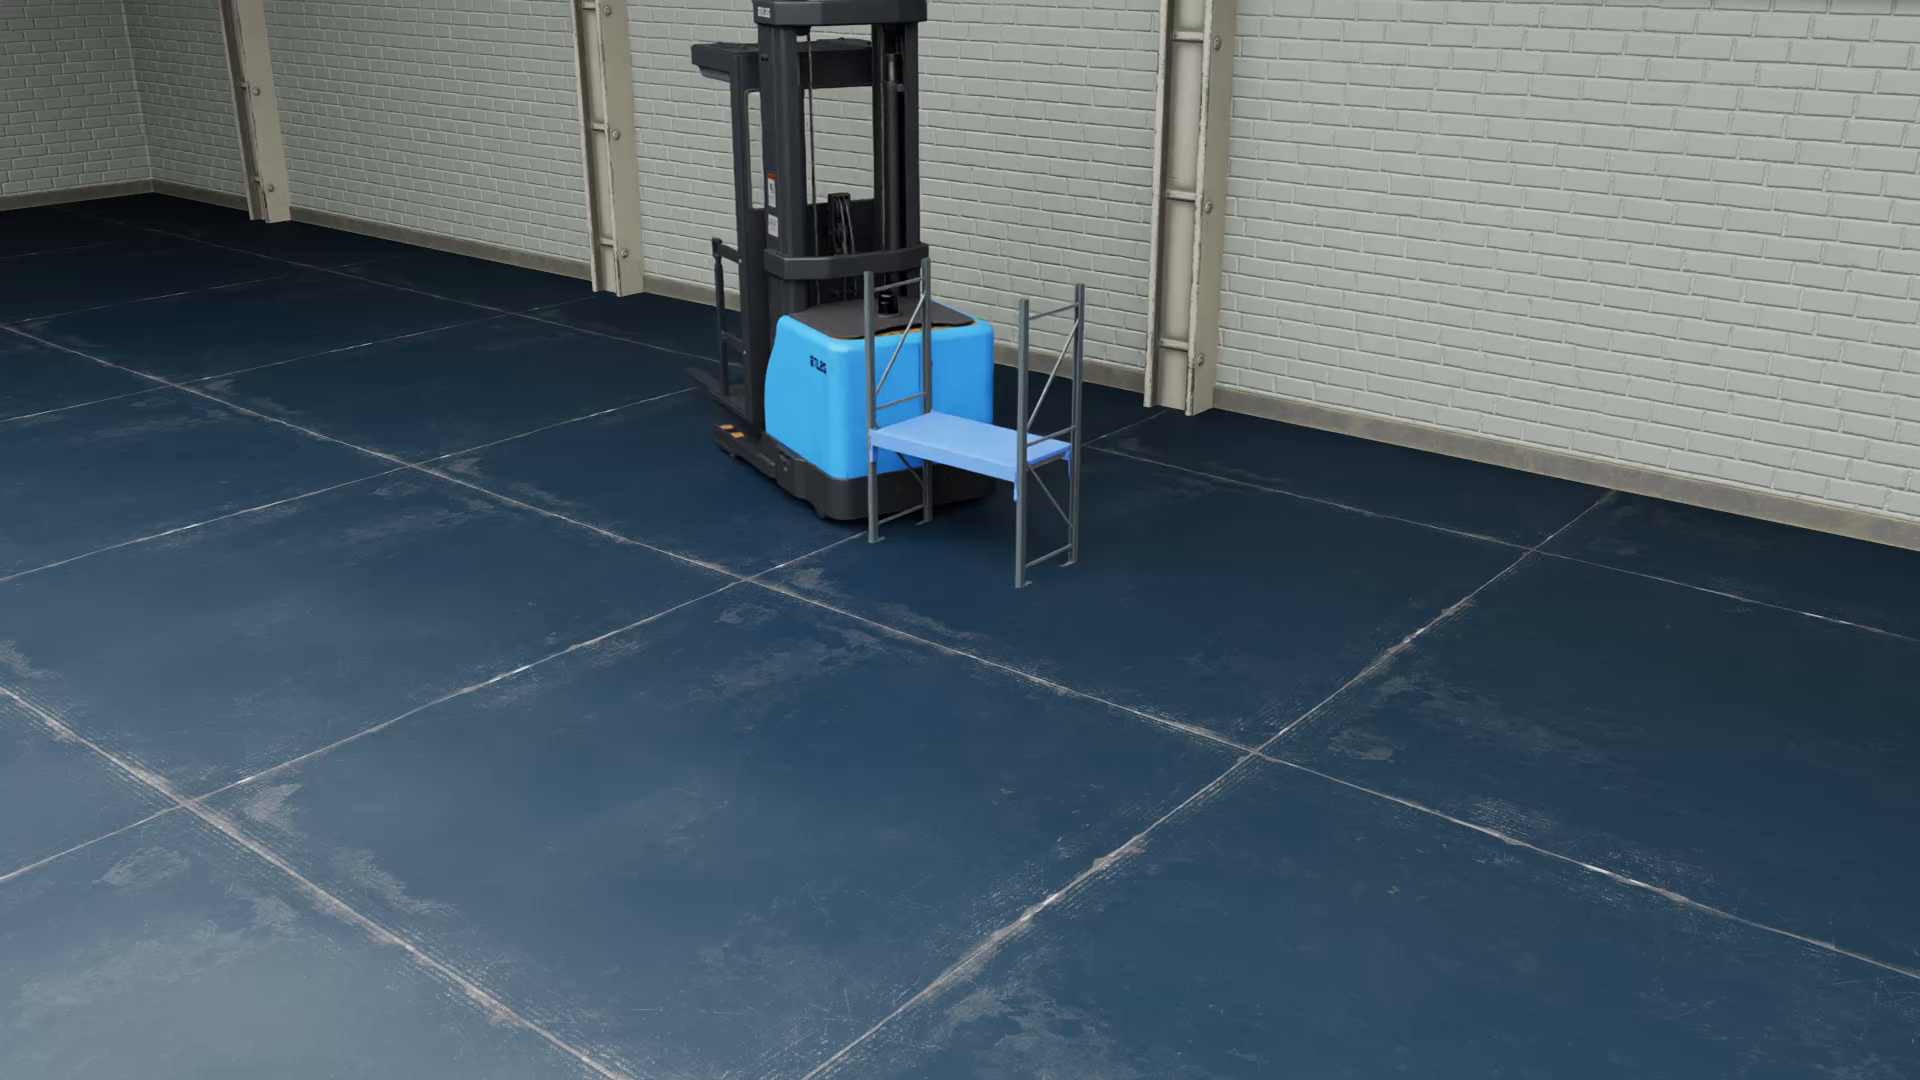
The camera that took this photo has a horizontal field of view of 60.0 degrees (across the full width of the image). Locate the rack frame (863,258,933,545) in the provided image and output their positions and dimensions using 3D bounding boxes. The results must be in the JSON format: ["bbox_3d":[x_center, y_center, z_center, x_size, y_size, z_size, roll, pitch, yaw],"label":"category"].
[{"bbox_3d":[-0.328,-0.747,9.024,0.032,1.500,0.500,16,26,37],"label":"rack frame"}]

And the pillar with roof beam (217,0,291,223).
[{"bbox_3d":[-10.485,-6.649,14.048,0.400,9.000,9.100,16,26,36],"label":"pillar with roof beam"}]

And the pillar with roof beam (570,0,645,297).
[{"bbox_3d":[-5.837,-5.311,10.498,0.400,9.000,9.100,16,26,36],"label":"pillar with roof beam"}]

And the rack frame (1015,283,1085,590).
[{"bbox_3d":[0.454,-0.518,8.416,0.032,1.500,0.500,16,26,37],"label":"rack frame"}]

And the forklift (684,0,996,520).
[{"bbox_3d":[-0.934,-1.957,10.205,1.130,2.935,3.031,-11,23,-26],"label":"forklift"}]

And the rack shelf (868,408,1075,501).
[{"bbox_3d":[0.063,-0.464,8.783,1.000,0.185,0.538,16,26,37],"label":"rack shelf"}]

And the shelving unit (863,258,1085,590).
[{"bbox_3d":[0.063,-0.632,8.720,1.048,1.500,0.538,16,26,37],"label":"shelving unit"}]

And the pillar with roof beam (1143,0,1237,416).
[{"bbox_3d":[-1.188,-3.972,6.948,0.400,9.000,9.100,16,26,36],"label":"pillar with roof beam"}]
